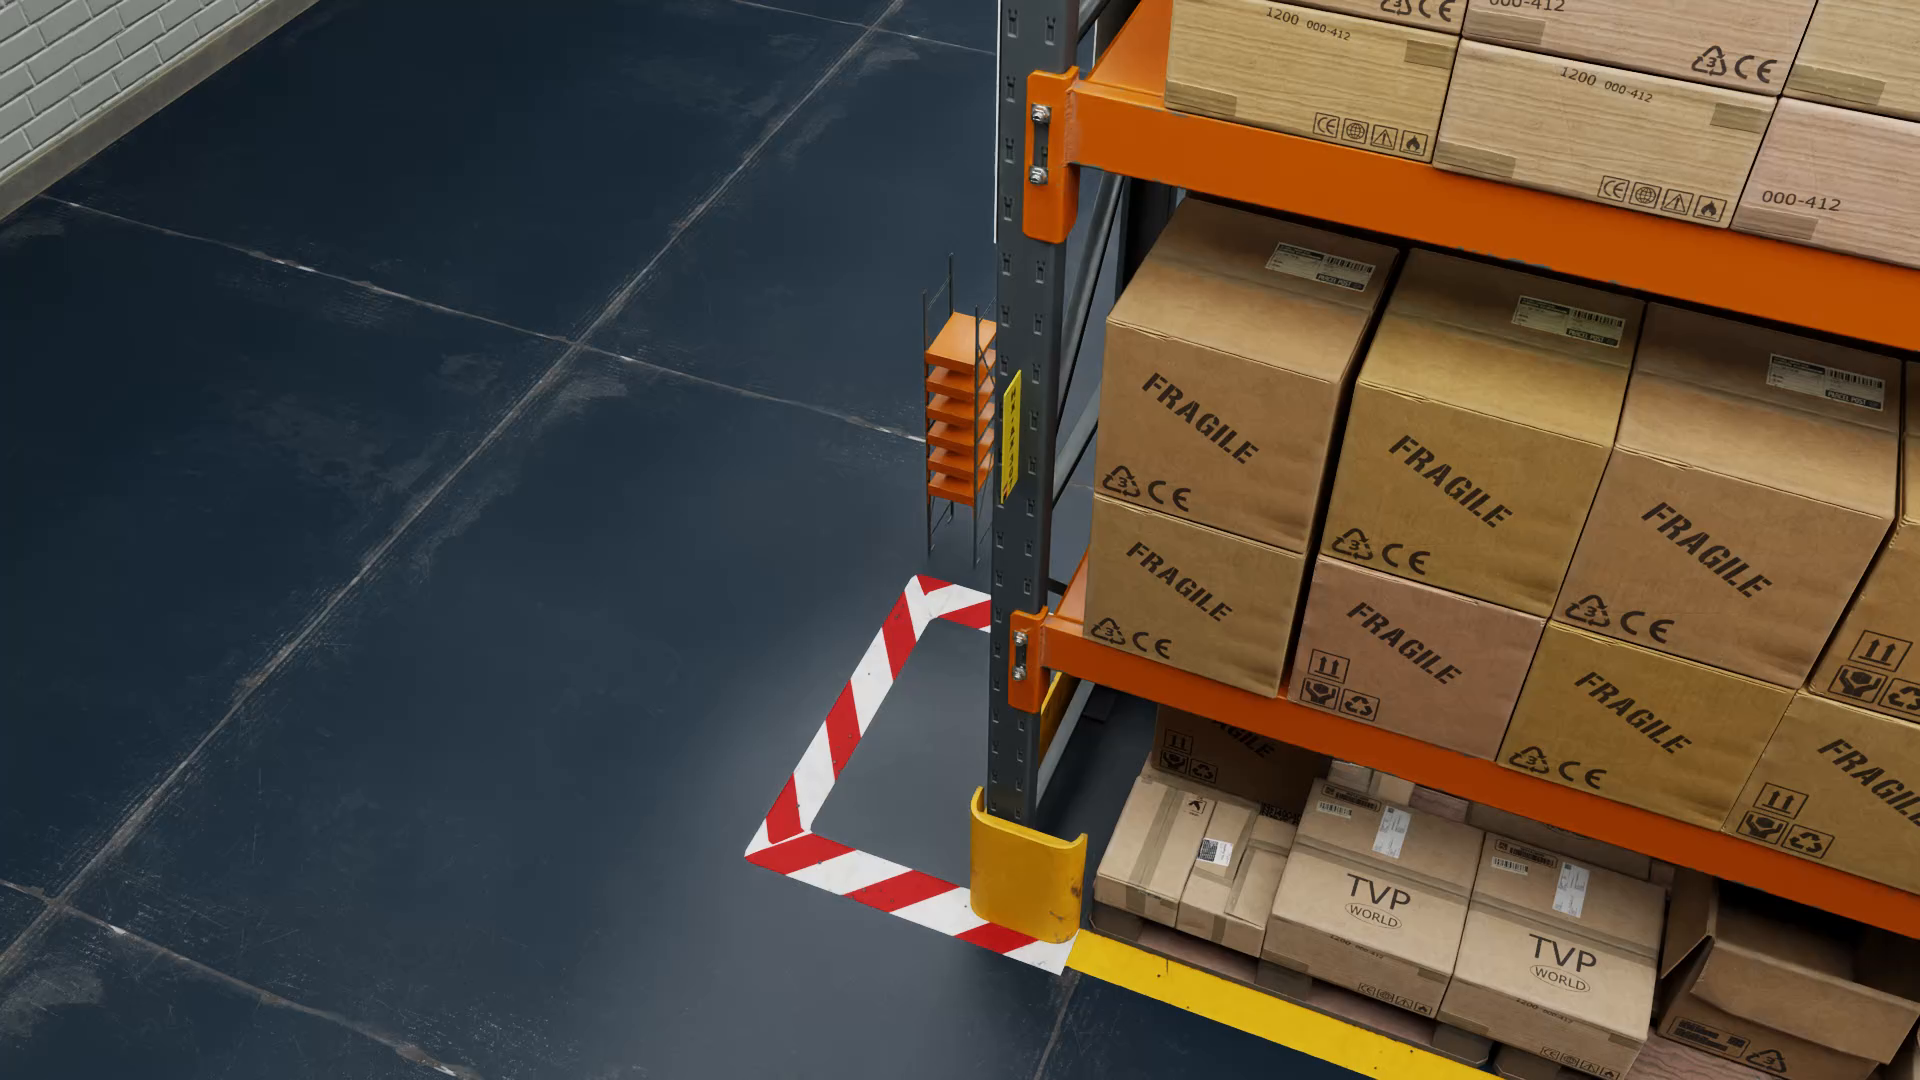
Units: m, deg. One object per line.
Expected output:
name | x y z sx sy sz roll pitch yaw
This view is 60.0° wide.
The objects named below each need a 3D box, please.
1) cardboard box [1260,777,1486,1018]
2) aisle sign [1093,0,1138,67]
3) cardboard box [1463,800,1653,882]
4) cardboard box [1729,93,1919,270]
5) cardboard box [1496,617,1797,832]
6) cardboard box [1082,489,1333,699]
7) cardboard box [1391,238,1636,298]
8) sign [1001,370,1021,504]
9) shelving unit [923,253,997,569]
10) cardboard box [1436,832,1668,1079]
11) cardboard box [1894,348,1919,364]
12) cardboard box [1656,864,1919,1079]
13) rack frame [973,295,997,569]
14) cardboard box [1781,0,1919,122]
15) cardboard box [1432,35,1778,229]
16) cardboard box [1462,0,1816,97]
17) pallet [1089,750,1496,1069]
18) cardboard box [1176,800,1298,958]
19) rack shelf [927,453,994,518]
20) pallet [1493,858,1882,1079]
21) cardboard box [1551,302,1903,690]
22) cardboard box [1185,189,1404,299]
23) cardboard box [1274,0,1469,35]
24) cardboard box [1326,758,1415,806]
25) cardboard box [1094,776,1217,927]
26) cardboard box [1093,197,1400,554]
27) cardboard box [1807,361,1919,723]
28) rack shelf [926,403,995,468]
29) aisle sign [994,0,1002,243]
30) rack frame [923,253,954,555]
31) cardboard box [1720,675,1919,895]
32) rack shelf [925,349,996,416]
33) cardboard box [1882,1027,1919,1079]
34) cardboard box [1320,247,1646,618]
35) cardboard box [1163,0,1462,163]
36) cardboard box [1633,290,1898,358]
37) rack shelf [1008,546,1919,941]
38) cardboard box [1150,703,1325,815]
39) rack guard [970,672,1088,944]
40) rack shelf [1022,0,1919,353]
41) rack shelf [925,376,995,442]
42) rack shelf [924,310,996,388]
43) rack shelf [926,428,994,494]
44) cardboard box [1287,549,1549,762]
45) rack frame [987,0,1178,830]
cardboard box | 1.179 1.011 4.745 0.500 0.250 0.500 16 47 16
aisle sign | 0.380 -1.416 3.703 0.004 0.787 0.394 16 47 16
cardboard box | 1.786 0.807 4.949 0.500 0.250 0.500 16 47 16
cardboard box | 1.619 -0.703 2.809 0.500 0.250 0.500 16 47 16
cardboard box | 1.573 0.255 3.796 0.500 0.500 0.500 16 47 16
cardboard box | 0.633 -0.020 4.072 0.500 0.500 0.500 17 47 17
cardboard box | 1.308 -0.588 3.934 0.500 0.500 0.500 18 47 17
sign | 0.116 -0.230 3.741 0.005 0.325 0.100 16 47 16
shelving unit | 0.013 -0.421 5.823 0.189 1.200 0.258 16 47 16
cardboard box | 1.640 1.146 4.609 0.500 0.250 0.500 16 47 16
cardboard box | 2.262 -0.310 3.655 0.500 0.500 0.500 18 48 17
cardboard box | 2.280 1.032 4.544 0.637 0.503 0.797 16 47 16
rack frame | 0.098 -0.397 5.798 0.006 1.200 0.240 16 47 16
cardboard box | 1.621 -0.883 2.636 0.500 0.250 0.500 16 47 16
cardboard box | 1.157 -0.837 2.944 0.500 0.250 0.500 16 47 16
cardboard box | 1.157 -1.014 2.768 0.500 0.250 0.500 16 47 16
pallet | 1.131 0.949 5.147 1.213 0.211 1.003 16 47 16
cardboard box | 0.809 0.977 4.838 0.250 0.166 0.380 16 47 16
rack shelf | 0.013 -0.220 6.023 0.180 0.103 0.258 16 47 16
pallet | 2.253 1.281 4.813 1.213 0.211 1.003 16 47 16
cardboard box | 1.578 -0.098 3.442 0.500 0.500 0.500 17 47 16
cardboard box | 0.841 -0.724 4.071 0.500 0.500 0.500 16 47 15
cardboard box | 0.698 -1.155 2.909 0.500 0.250 0.500 16 47 16
cardboard box | 1.260 0.728 5.088 0.250 0.166 0.380 16 47 16
cardboard box | 0.579 0.916 4.912 0.250 0.149 0.380 16 47 16
cardboard box | 0.633 -0.374 3.719 0.500 0.500 0.500 18 48 17
cardboard box | 2.047 0.039 3.304 0.500 0.500 0.500 16 47 15
rack shelf | 0.013 -0.390 5.854 0.180 0.103 0.258 16 47 16
aisle sign | 0.149 -1.025 3.311 0.004 0.787 0.394 16 47 16
rack frame | -0.071 -0.446 5.848 0.006 1.200 0.240 16 47 16
cardboard box | 2.034 0.392 3.658 0.500 0.500 0.500 17 47 16
rack shelf | 0.013 -0.560 5.685 0.180 0.103 0.258 16 47 16
cardboard box | 2.689 1.433 4.277 0.500 0.311 0.500 16 47 16
cardboard box | 1.118 -0.237 3.582 0.500 0.500 0.500 17 47 16
cardboard box | 0.701 -0.981 3.089 0.500 0.250 0.500 16 47 16
cardboard box | 1.788 -0.450 3.796 0.500 0.500 0.500 18 47 17
rack shelf | 2.170 0.522 4.109 4.000 0.370 1.077 16 47 16
cardboard box | 0.921 0.441 5.140 0.500 0.500 0.500 16 47 16
rack guard | 0.395 0.631 5.262 0.348 0.500 1.175 16 47 16
rack shelf | 2.170 -0.541 3.051 4.000 0.370 1.077 16 47 16
rack shelf | 0.013 -0.475 5.770 0.180 0.103 0.258 16 47 16
rack shelf | 0.013 -0.645 5.600 0.180 0.103 0.258 16 47 16
rack shelf | 0.013 -0.305 5.939 0.180 0.103 0.258 16 47 16
cardboard box | 1.111 0.117 3.935 0.500 0.500 0.500 16 47 15
rack frame | 0.325 -0.276 4.401 0.127 3.000 1.000 16 47 16
